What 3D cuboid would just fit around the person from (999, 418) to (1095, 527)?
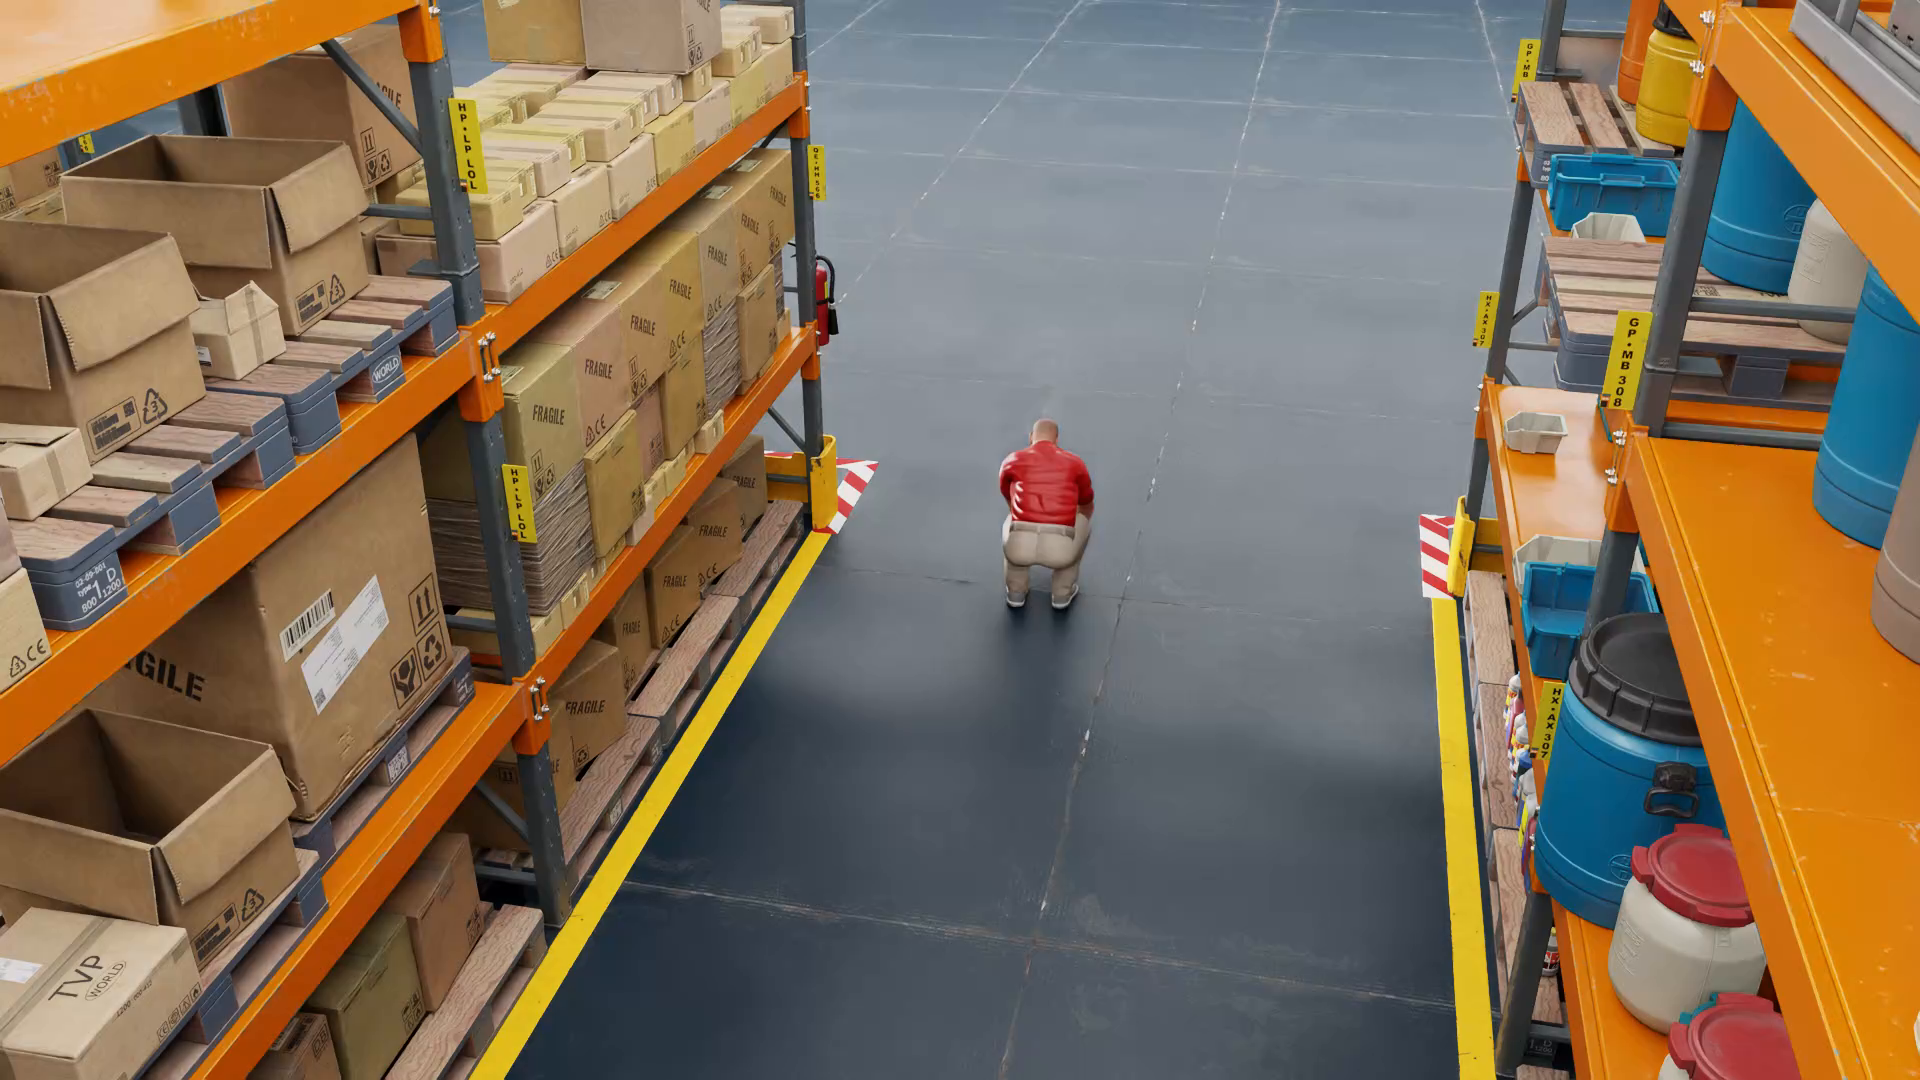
[{"bbox_3d":[0.495,-0.234,9.714,0.556,0.828,0.770,6,29,11],"label":"person"}]
